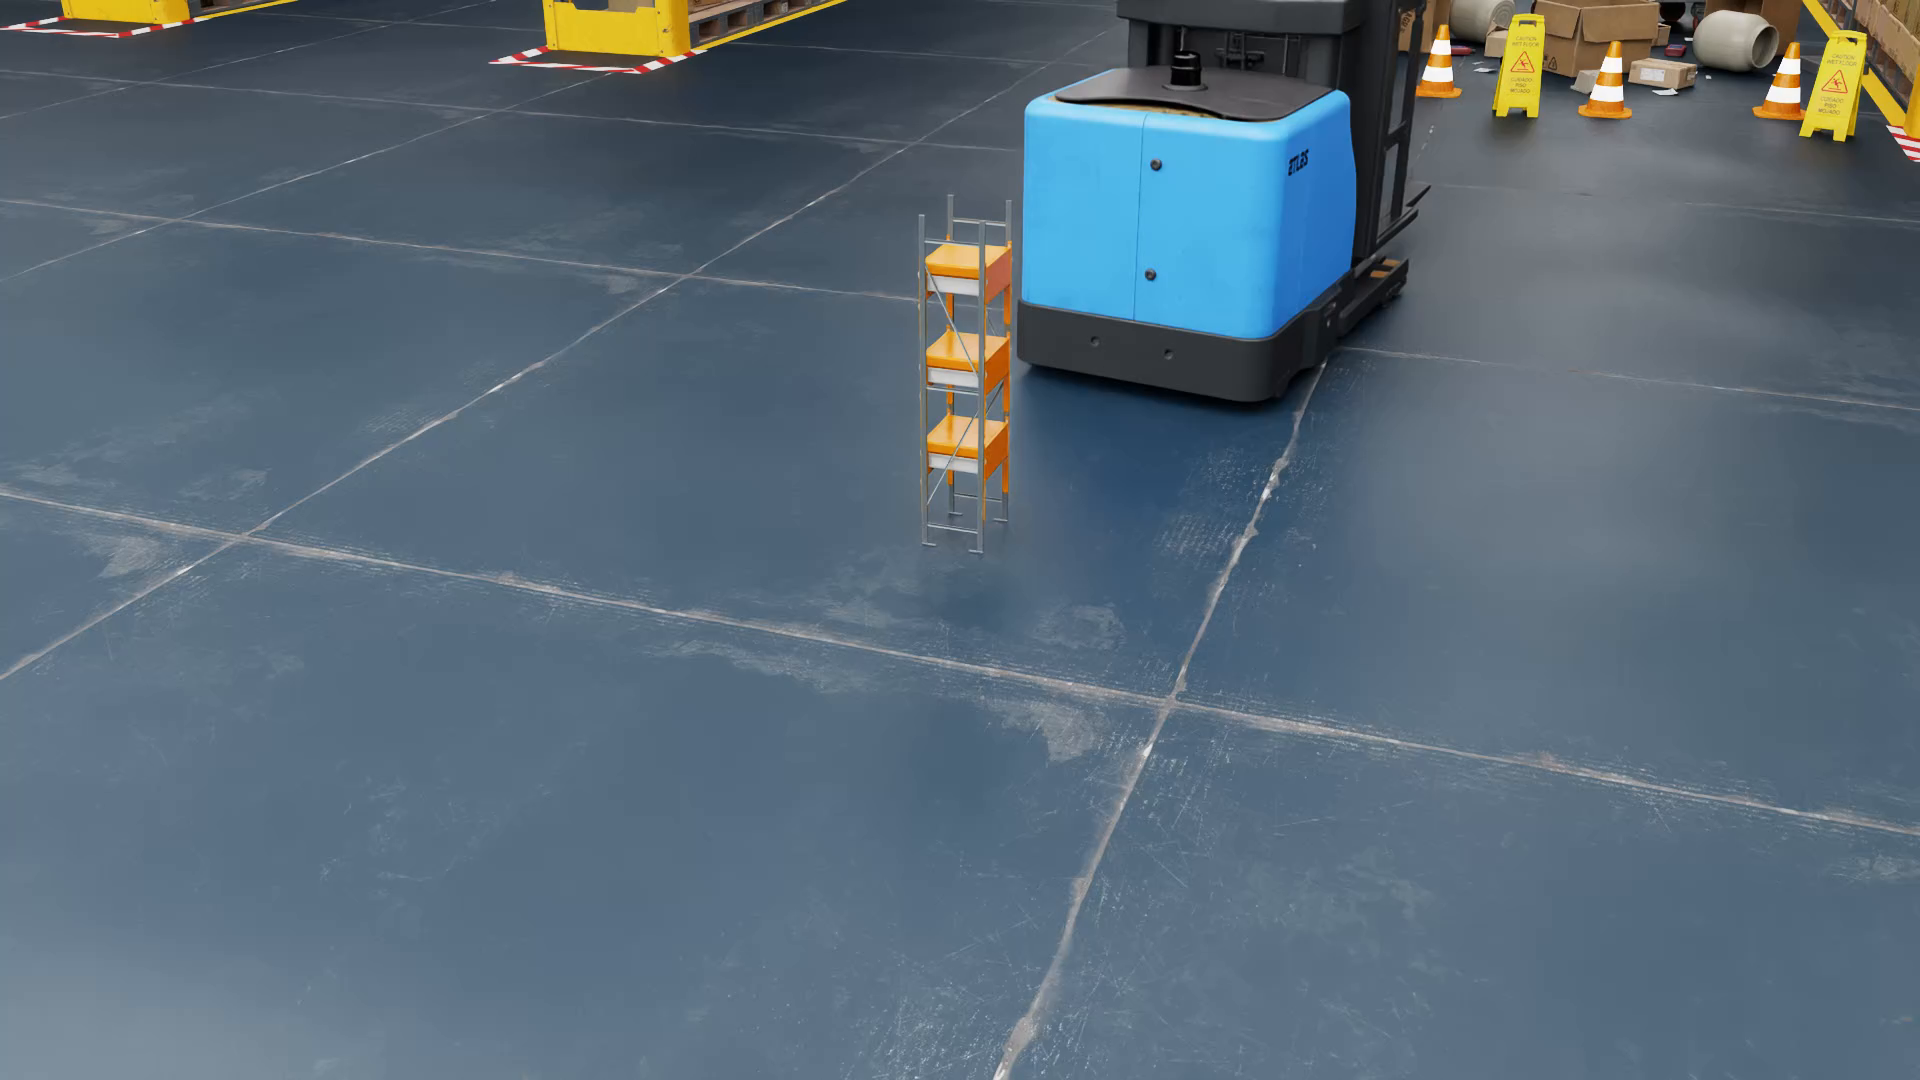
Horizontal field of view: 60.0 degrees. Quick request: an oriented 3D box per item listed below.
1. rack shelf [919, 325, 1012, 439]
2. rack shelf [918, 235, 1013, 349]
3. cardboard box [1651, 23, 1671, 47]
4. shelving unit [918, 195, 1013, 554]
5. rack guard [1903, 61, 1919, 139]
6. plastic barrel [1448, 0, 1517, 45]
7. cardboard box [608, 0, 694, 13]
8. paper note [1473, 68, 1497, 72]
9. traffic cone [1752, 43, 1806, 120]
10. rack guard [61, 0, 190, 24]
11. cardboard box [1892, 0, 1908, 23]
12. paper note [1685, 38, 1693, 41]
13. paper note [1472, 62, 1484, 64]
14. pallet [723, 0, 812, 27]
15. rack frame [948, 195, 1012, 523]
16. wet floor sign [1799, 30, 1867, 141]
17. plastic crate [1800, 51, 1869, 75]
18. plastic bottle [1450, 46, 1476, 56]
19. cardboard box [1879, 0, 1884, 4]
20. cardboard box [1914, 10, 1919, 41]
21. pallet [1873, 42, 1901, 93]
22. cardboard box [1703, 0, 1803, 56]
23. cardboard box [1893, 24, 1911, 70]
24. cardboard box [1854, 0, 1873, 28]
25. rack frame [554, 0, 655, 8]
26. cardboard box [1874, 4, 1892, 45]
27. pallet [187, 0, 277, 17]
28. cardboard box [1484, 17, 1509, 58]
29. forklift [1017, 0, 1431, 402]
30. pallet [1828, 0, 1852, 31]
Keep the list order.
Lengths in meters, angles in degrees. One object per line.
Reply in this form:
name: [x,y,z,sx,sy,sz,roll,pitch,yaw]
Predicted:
rack shelf: [0.018,-0.485,5.071,0.215,0.259,0.240,9,27,17]
rack shelf: [0.018,-0.740,4.948,0.215,0.259,0.240,9,27,17]
cardboard box: [5.604,-4.226,13.673,0.258,0.266,0.396,-9,27,-18]
shelving unit: [0.018,-0.495,5.067,0.215,1.050,0.252,9,27,17]
rack guard: [6.593,-2.742,10.340,1.175,0.500,0.348,9,27,17]
plastic barrel: [4.266,-4.308,13.662,0.421,0.421,0.512,-14,29,-27]
cardboard box: [-2.554,-4.591,13.677,0.500,0.500,0.500,14,29,27]
paper note: [3.975,-3.556,12.562,0.144,0.017,0.142,20,32,35]
traffic cone: [5.494,-3.058,11.035,0.336,0.463,0.334,9,27,17]
rack guard: [-7.467,-4.905,14.806,1.175,0.500,0.348,9,27,17]
cardboard box: [6.933,-3.914,11.704,0.500,0.500,0.500,8,27,16]
paper note: [6.114,-4.173,13.834,0.148,0.019,0.142,9,27,17]
paper note: [4.006,-3.689,12.857,0.123,0.001,0.032,-20,33,-36]
pallet: [-2.041,-4.878,15.082,1.003,0.211,1.213,9,27,17]
rack frame: [0.058,-0.545,5.170,0.200,1.050,0.008,9,27,17]
wet floor sign: [5.495,-2.854,10.403,0.267,0.644,0.232,20,32,35]
plastic crate: [6.603,-3.640,12.675,0.402,0.080,0.583,0,26,-1]
plastic bottle: [3.940,-3.887,13.209,0.283,0.061,0.133,0,26,-1]
cardboard box: [7.281,-4.344,12.593,0.500,0.500,0.500,10,28,20]
cardboard box: [6.588,-3.492,10.833,0.500,0.500,0.500,9,27,18]
pallet: [7.304,-3.441,12.114,1.003,0.211,1.213,9,27,17]
cardboard box: [6.259,-4.113,13.168,0.500,0.500,0.500,-14,29,-27]
cardboard box: [6.763,-3.371,11.443,0.500,0.250,0.500,9,27,18]
cardboard box: [7.448,-4.228,13.214,0.500,0.250,0.500,7,27,15]
rack frame: [-2.778,-5.273,12.699,1.000,3.000,0.127,9,27,17]
cardboard box: [7.107,-3.789,12.306,0.500,0.250,0.500,8,27,17]
pallet: [-7.192,-5.108,15.557,1.003,0.211,1.213,9,27,17]
cardboard box: [4.362,-3.952,13.108,0.396,0.266,0.258,14,29,26]
forklift: [1.377,-2.434,6.914,1.130,2.935,3.031,13,29,26]
pallet: [8.156,-4.545,14.395,1.003,0.211,1.213,9,27,17]
